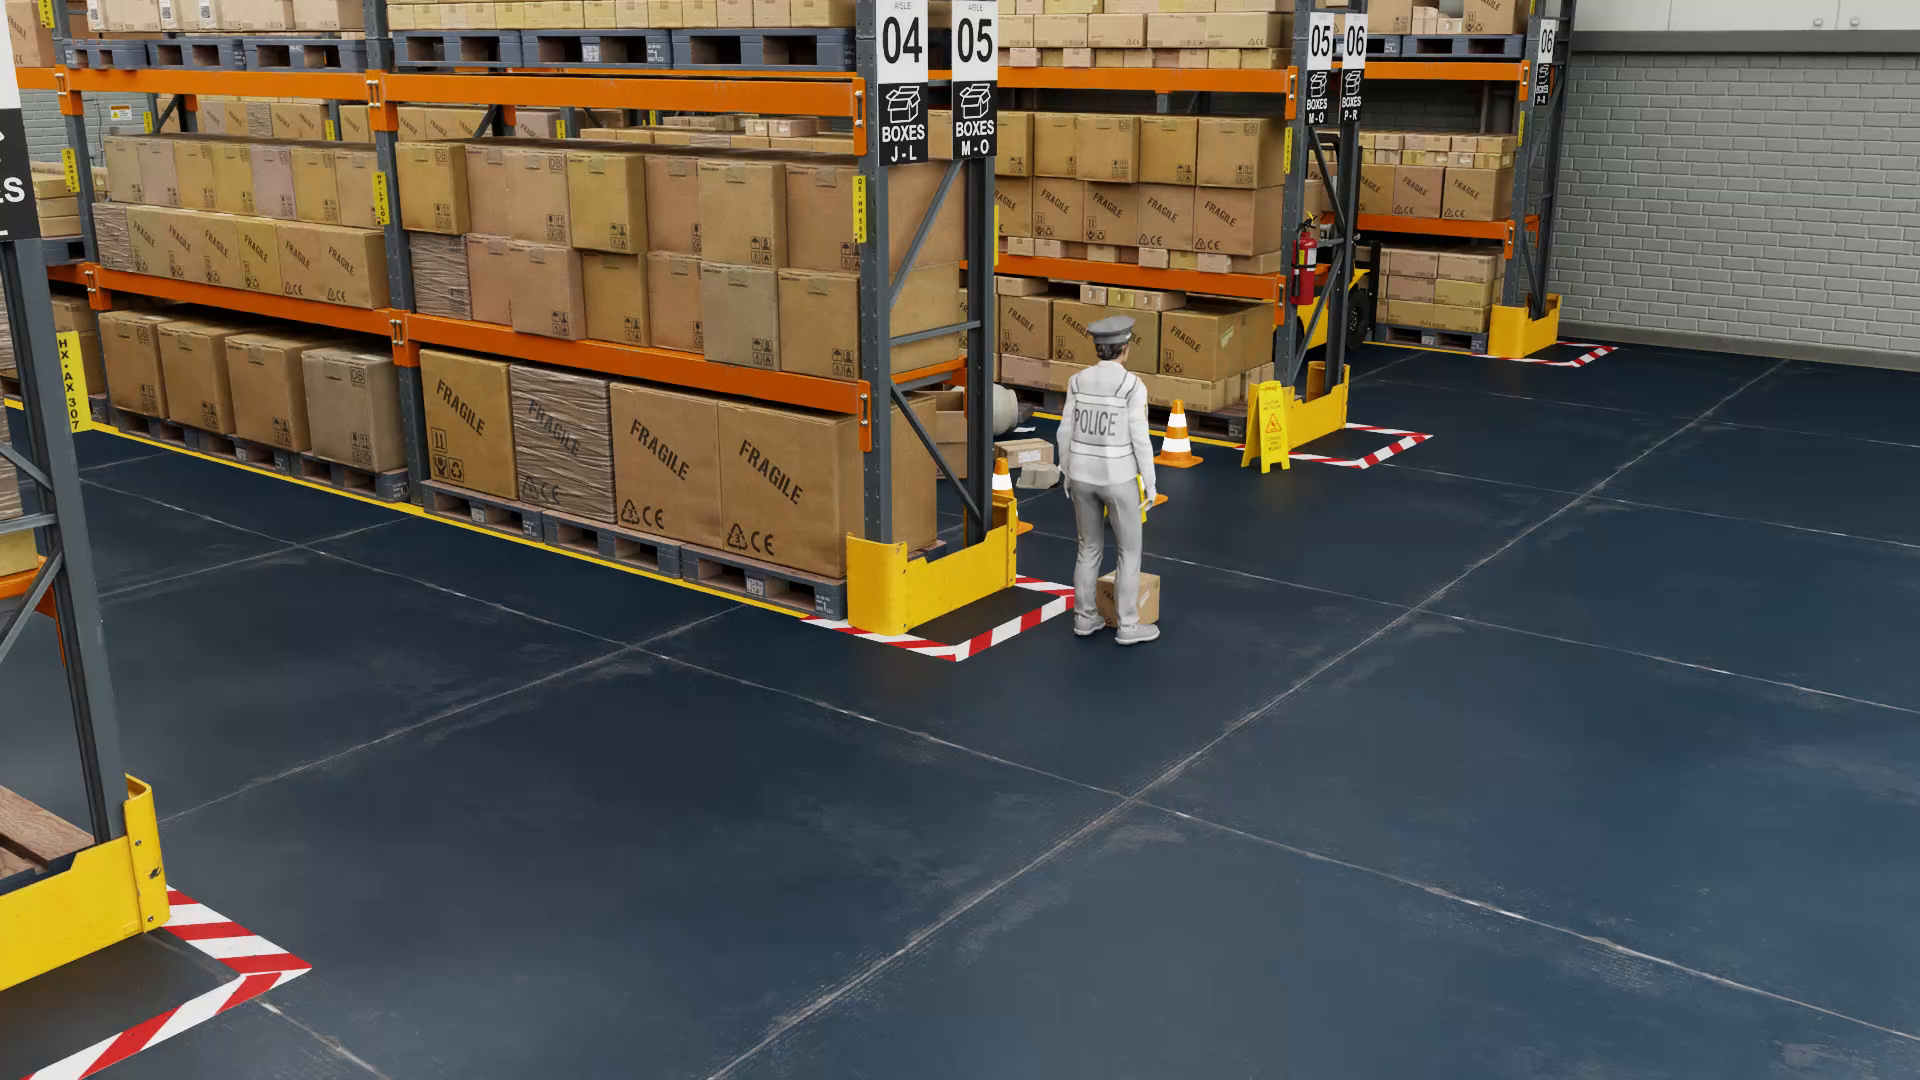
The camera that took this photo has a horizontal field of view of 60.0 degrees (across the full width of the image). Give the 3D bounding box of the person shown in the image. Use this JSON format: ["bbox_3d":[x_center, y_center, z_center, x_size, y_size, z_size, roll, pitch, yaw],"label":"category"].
[{"bbox_3d":[0.755,-0.302,8.536,0.547,1.666,0.370,11,20,32],"label":"person"}]
